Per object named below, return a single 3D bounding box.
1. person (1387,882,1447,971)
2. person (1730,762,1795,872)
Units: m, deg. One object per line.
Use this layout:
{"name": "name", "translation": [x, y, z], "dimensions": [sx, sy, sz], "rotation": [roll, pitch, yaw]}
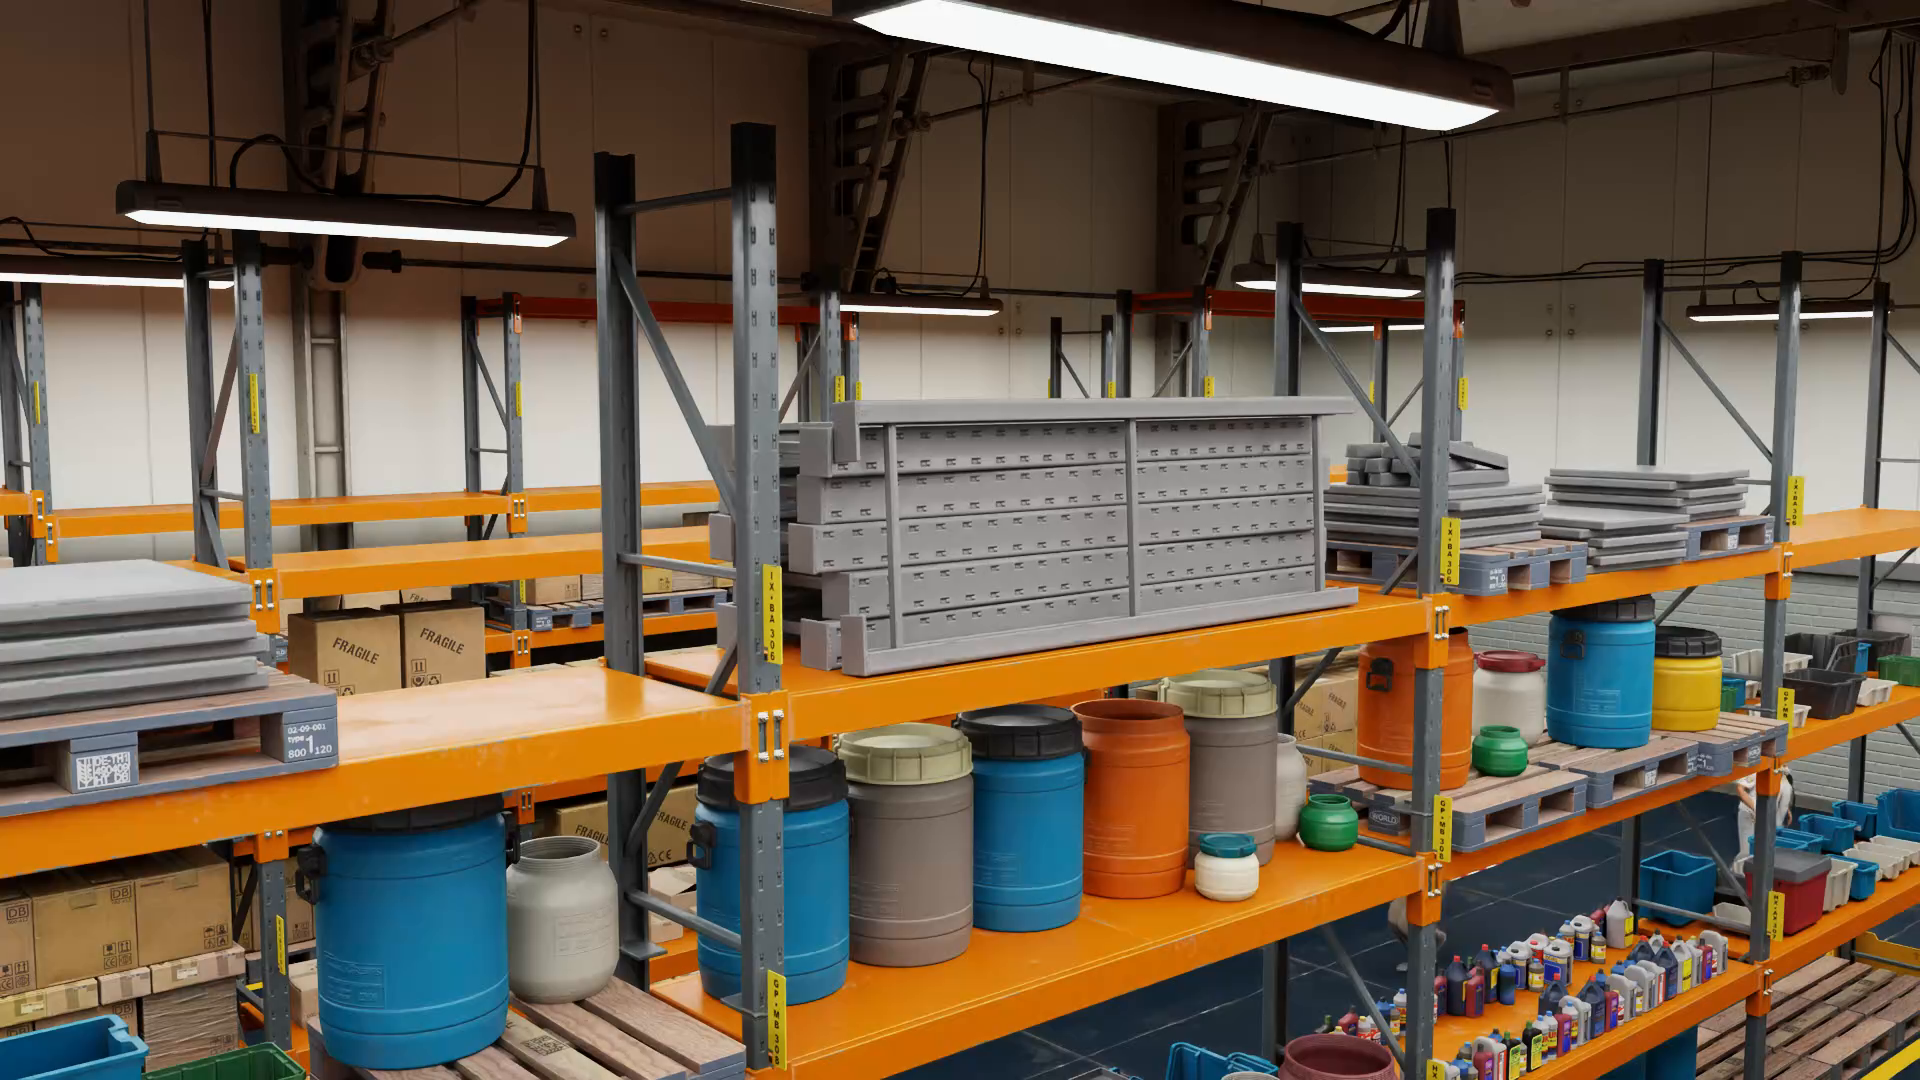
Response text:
{"name": "person", "translation": [4.011, 3.001, 14.492], "dimensions": [0.508, 1.623, 0.744], "rotation": [-2, 6, -20]}
{"name": "person", "translation": [8.152, 2.803, 16.767], "dimensions": [0.754, 1.562, 0.505], "rotation": [-2, 6, -17]}
